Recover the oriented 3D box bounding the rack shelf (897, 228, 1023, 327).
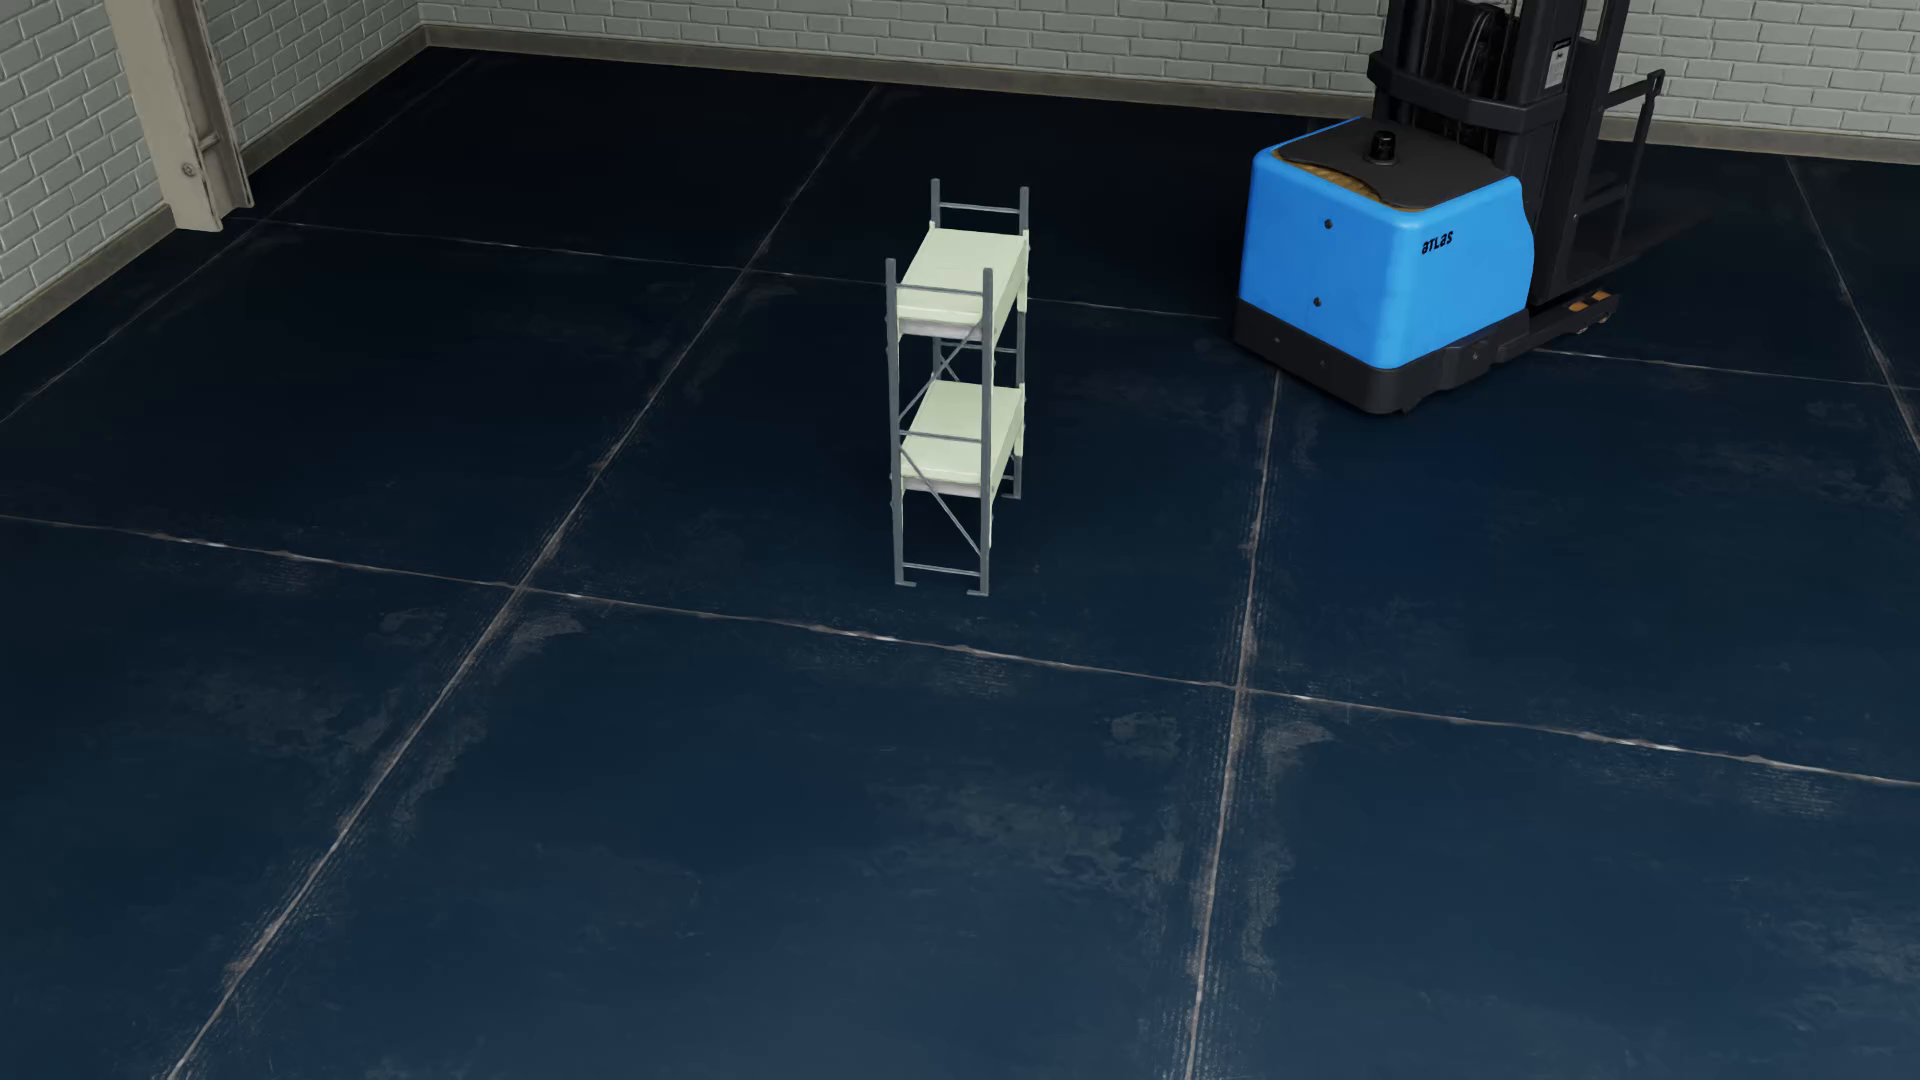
[{"bbox_3d":[0.001,-1.035,6.508,0.368,0.052,0.686,7,37,10],"label":"rack shelf"}]

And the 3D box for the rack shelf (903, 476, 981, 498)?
[{"bbox_3d":[0.001,-0.405,6.964,0.332,0.071,0.664,7,37,10],"label":"rack shelf"}]

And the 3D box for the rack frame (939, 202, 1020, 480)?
[{"bbox_3d":[0.078,-0.821,7.105,0.380,1.308,0.010,7,37,10],"label":"rack frame"}]

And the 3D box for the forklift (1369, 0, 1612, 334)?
[{"bbox_3d":[2.876,-2.487,8.184,3.031,2.935,1.109,-24,43,-30],"label":"forklift"}]

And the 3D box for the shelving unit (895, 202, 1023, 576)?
[{"bbox_3d":[0.000,-0.611,6.815,0.380,1.308,0.742,7,37,10],"label":"shelving unit"}]

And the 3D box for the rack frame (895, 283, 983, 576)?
[{"bbox_3d":[-0.078,-0.401,6.526,0.380,1.308,0.010,7,37,10],"label":"rack frame"}]
